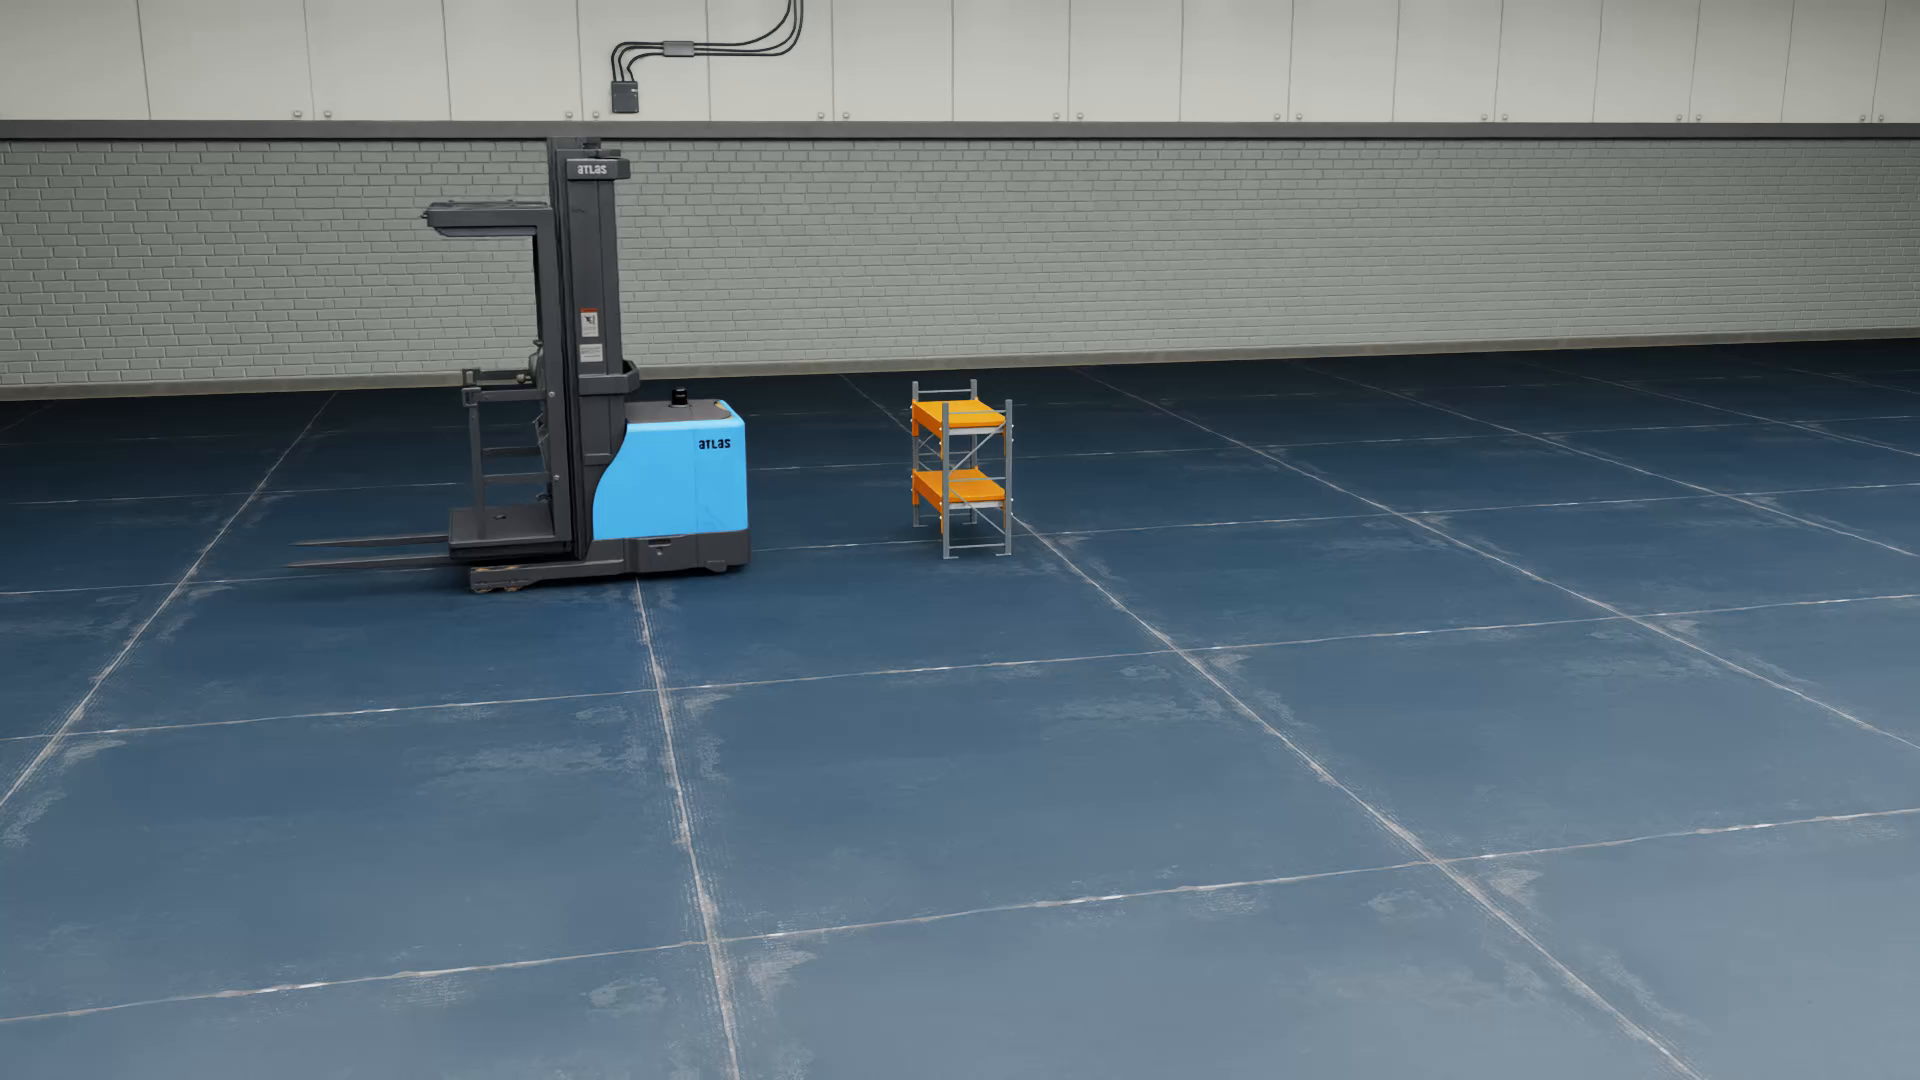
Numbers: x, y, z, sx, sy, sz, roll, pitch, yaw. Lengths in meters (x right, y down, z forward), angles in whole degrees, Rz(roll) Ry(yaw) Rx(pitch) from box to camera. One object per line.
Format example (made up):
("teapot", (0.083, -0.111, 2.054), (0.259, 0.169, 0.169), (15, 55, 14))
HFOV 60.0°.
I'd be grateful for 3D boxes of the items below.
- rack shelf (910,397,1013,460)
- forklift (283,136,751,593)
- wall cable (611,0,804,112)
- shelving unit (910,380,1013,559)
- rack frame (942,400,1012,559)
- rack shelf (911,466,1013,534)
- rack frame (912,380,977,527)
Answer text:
("rack shelf", (0.002, -0.829, 12.218), (0.538, 0.278, 1.000), (-3, 14, -13))
("forklift", (-3.025, -1.211, 11.208), (3.031, 2.935, 1.130), (-4, 14, -15))
("wall cable", (-2.987, -8.042, 19.216), (2.305, 6.003, 0.169), (-3, 14, -13))
("shelving unit", (0.002, -0.545, 12.287), (0.538, 1.125, 1.048), (-3, 14, -13))
("rack frame", (0.121, -0.428, 11.807), (0.500, 1.125, 0.032), (-3, 14, -13))
("rack shelf", (0.002, -0.307, 12.345), (0.538, 0.278, 1.000), (-3, 14, -13))
("rack frame", (-0.118, -0.662, 12.767), (0.500, 1.125, 0.032), (-3, 14, -13))
